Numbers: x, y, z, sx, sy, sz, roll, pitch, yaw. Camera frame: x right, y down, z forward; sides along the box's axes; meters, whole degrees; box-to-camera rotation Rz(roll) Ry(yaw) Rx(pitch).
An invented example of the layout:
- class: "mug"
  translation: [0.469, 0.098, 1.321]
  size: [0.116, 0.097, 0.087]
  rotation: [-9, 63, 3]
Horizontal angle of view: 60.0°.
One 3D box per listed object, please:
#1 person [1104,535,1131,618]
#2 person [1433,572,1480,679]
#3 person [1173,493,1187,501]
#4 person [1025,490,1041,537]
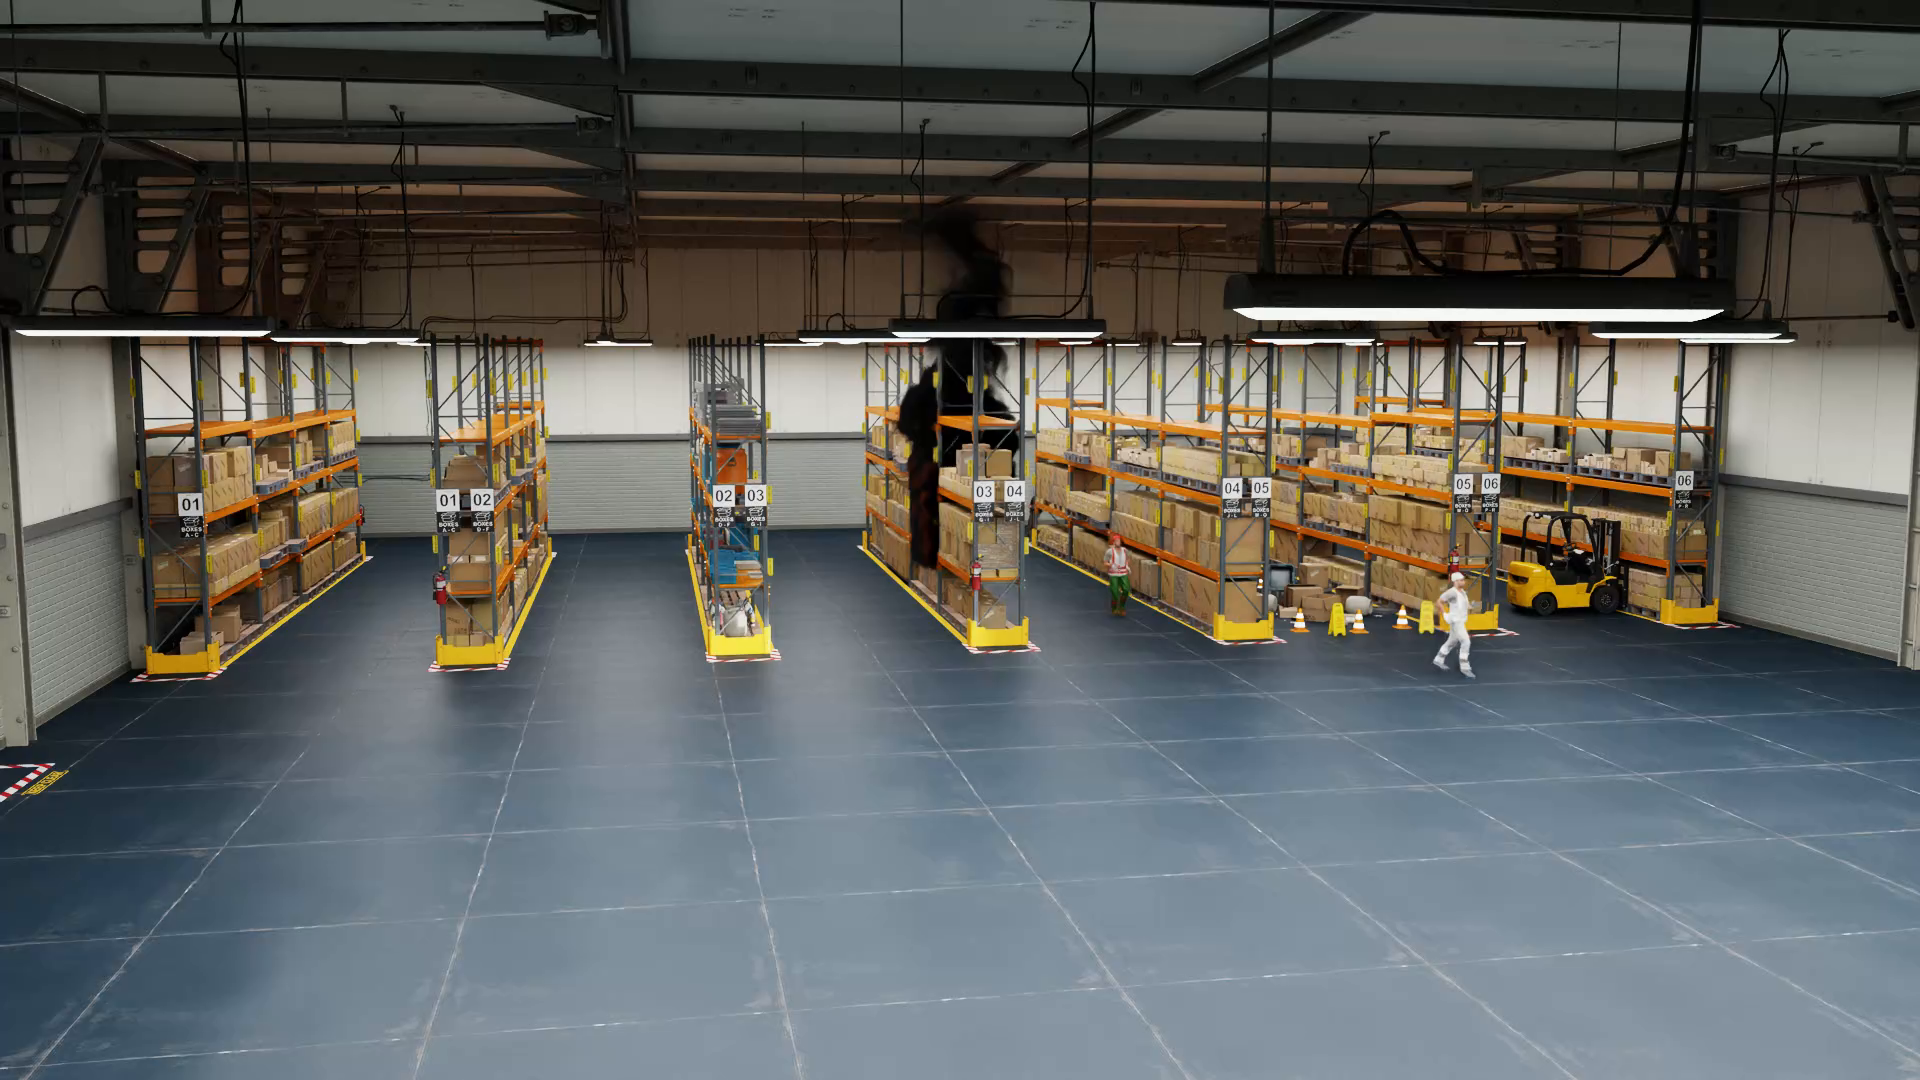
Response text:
- class: "person"
  translation: [3.393, 0.774, 35.547]
  size: [0.628, 1.784, 0.692]
  rotation: [-1, 7, -10]
- class: "person"
  translation: [8.723, 1.478, 29.230]
  size: [0.830, 1.838, 0.653]
  rotation: [4, 8, 34]
- class: "person"
  translation: [6.635, -0.987, 50.826]
  size: [0.916, 1.758, 0.713]
  rotation: [1, 7, 7]
- class: "person"
  translation: [2.212, -0.825, 49.979]
  size: [0.794, 1.660, 0.774]
  rotation: [1, 7, 9]
